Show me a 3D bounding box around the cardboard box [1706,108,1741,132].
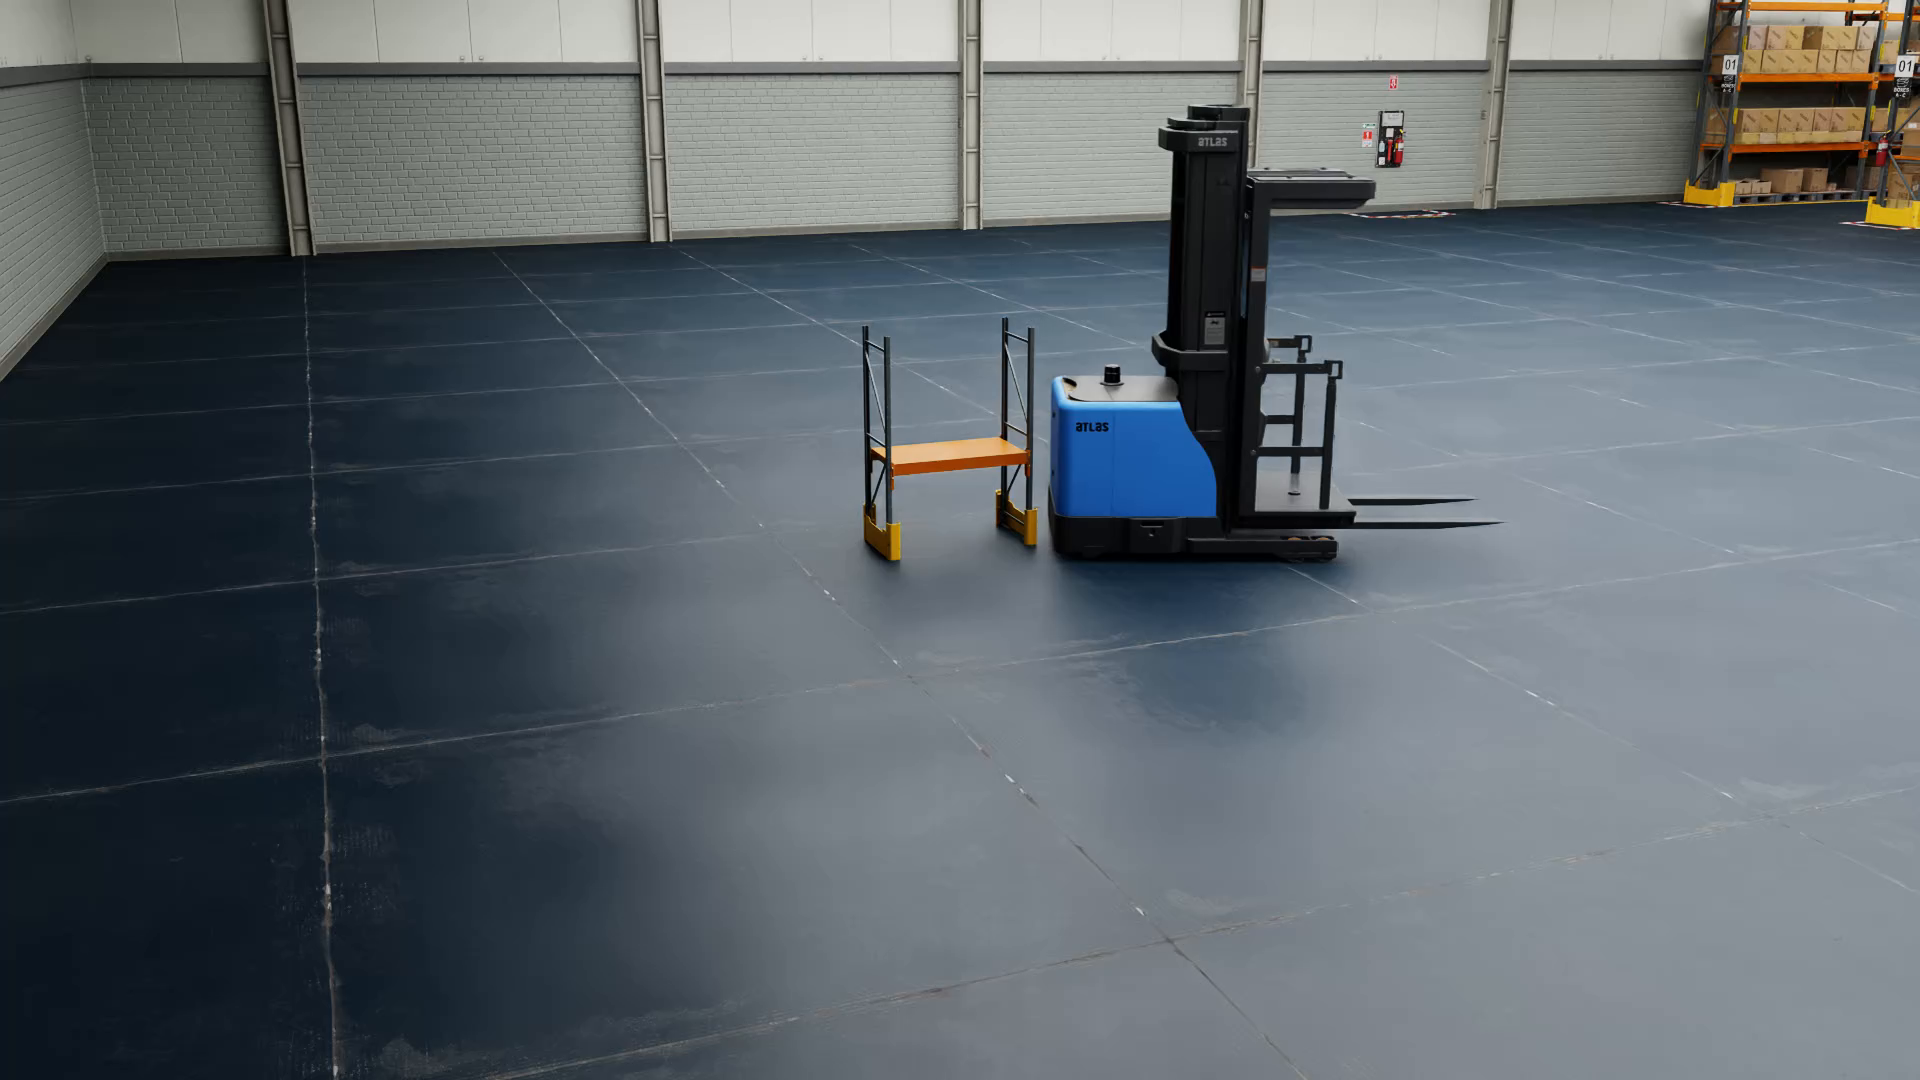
[{"bbox_3d":[17.025,-9.354,37.028,0.500,0.500,0.500,-6,18,-21],"label":"cardboard box"}]

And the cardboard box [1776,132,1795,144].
[{"bbox_3d":[18.187,-8.962,37.025,0.500,0.250,0.500,-6,18,-21],"label":"cardboard box"}]

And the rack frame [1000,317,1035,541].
[{"bbox_3d":[0.395,-0.762,11.532,0.032,1.500,0.500,-6,17,-20],"label":"rack frame"}]

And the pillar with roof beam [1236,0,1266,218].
[{"bbox_3d":[7.340,-9.787,28.956,0.400,9.000,9.100,-6,17,-20],"label":"pillar with roof beam"}]

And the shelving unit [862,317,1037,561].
[{"bbox_3d":[-0.071,-0.712,11.361,1.083,1.500,0.587,-6,17,-20],"label":"shelving unit"}]

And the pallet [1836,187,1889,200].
[{"bbox_3d":[21.122,-8.097,38.798,1.213,0.211,1.003,-6,17,-20],"label":"pallet"}]

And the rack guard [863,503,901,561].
[{"bbox_3d":[-0.536,-0.062,11.366,0.087,0.250,0.587,-6,17,-20],"label":"rack guard"}]

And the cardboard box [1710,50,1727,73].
[{"bbox_3d":[16.960,-10.559,36.693,0.500,0.500,0.500,-5,17,-16],"label":"cardboard box"}]

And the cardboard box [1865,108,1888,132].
[{"bbox_3d":[20.883,-9.658,38.204,0.500,0.500,0.700,-6,17,-20],"label":"cardboard box"}]

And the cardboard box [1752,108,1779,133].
[{"bbox_3d":[17.679,-9.267,36.731,0.500,0.500,0.500,-6,17,-20],"label":"cardboard box"}]

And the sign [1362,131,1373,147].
[{"bbox_3d":[8.528,-8.396,34.801,0.234,0.329,0.001,-6,17,-20],"label":"sign"}]

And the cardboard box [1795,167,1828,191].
[{"bbox_3d":[19.441,-8.253,38.034,0.500,0.500,0.500,-8,18,-24],"label":"cardboard box"}]

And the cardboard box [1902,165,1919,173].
[{"bbox_3d":[22.033,-8.553,39.055,0.500,0.500,0.700,-6,17,-19],"label":"cardboard box"}]

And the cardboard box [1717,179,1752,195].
[{"bbox_3d":[17.339,-7.920,37.237,0.500,0.311,0.500,-8,18,-26],"label":"cardboard box"}]

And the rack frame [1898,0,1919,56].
[{"bbox_3d":[18.437,-10.529,31.480,0.127,3.000,1.000,-6,17,-20],"label":"rack frame"}]

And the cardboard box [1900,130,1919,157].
[{"bbox_3d":[18.877,-7.742,32.460,0.500,0.500,0.700,-6,17,-20],"label":"cardboard box"}]

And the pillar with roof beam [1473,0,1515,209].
[{"bbox_3d":[12.942,-10.392,31.016,0.400,9.000,9.100,-6,17,-20],"label":"pillar with roof beam"}]

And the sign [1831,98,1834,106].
[{"bbox_3d":[20.194,-10.058,38.469,0.005,0.325,0.100,-6,17,-20],"label":"sign"}]

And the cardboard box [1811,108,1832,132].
[{"bbox_3d":[19.127,-9.425,37.270,0.500,0.500,0.500,-7,18,-22],"label":"cardboard box"}]

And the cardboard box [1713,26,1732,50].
[{"bbox_3d":[16.970,-11.042,36.565,0.500,0.500,0.500,-5,17,-18],"label":"cardboard box"}]

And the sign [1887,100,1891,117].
[{"bbox_3d":[18.255,-8.464,32.620,0.005,0.325,0.100,-6,17,-20],"label":"sign"}]

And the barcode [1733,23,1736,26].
[{"bbox_3d":[17.145,-11.411,36.792,0.075,0.075,0.001,-6,17,-20],"label":"barcode"}]

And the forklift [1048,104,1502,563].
[{"bbox_3d":[2.147,-1.406,11.185,3.031,2.935,1.130,0,16,0],"label":"forklift"}]

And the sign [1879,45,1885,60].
[{"bbox_3d":[20.597,-10.902,37.157,0.005,0.325,0.100,-6,17,-20],"label":"sign"}]

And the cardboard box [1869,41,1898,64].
[{"bbox_3d":[20.935,-11.079,37.756,0.500,0.500,0.500,-4,17,-12],"label":"cardboard box"}]

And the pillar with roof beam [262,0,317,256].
[{"bbox_3d":[-9.468,-7.972,22.776,0.400,9.000,9.100,-6,17,-20],"label":"pillar with roof beam"}]

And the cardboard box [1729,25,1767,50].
[{"bbox_3d":[17.107,-10.905,36.097,0.500,0.500,0.500,-8,18,-24],"label":"cardboard box"}]

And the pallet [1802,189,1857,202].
[{"bbox_3d":[19.781,-7.941,38.267,1.213,0.211,1.003,-6,17,-20],"label":"pallet"}]

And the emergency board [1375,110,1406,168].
[{"bbox_3d":[9.081,-8.407,34.904,0.643,1.169,0.194,-6,17,-20],"label":"emergency board"}]

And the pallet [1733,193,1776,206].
[{"bbox_3d":[17.503,-7.695,37.429,1.213,0.211,1.003,-6,17,-20],"label":"pallet"}]

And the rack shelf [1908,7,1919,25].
[{"bbox_3d":[20.304,-10.193,32.325,4.000,0.370,1.077,-6,17,-20],"label":"rack shelf"}]

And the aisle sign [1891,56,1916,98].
[{"bbox_3d":[18.270,-8.968,32.200,0.004,0.787,0.394,-6,17,-20],"label":"aisle sign"}]

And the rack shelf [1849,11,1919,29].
[{"bbox_3d":[22.263,-11.899,38.135,4.000,0.370,1.077,-6,17,-20],"label":"rack shelf"}]

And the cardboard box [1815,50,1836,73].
[{"bbox_3d":[19.032,-10.624,36.915,0.500,0.500,0.500,-7,18,-22],"label":"cardboard box"}]

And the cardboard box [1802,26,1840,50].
[{"bbox_3d":[19.033,-11.098,36.754,0.500,0.500,0.500,-7,18,-22],"label":"cardboard box"}]

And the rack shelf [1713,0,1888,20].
[{"bbox_3d":[18.528,-11.686,36.706,4.000,0.370,1.077,-6,17,-20],"label":"rack shelf"}]

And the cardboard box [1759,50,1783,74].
[{"bbox_3d":[17.577,-10.463,36.366,0.500,0.500,0.500,-5,17,-16],"label":"cardboard box"}]

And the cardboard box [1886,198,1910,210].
[{"bbox_3d":[18.832,-6.664,33.103,0.500,0.250,0.500,-6,17,-20],"label":"cardboard box"}]

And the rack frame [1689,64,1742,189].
[{"bbox_3d":[16.661,-8.953,36.763,0.127,3.000,1.000,-6,17,-20],"label":"rack frame"}]

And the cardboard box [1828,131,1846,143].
[{"bbox_3d":[19.594,-9.118,37.557,0.500,0.250,0.500,-6,17,-20],"label":"cardboard box"}]
